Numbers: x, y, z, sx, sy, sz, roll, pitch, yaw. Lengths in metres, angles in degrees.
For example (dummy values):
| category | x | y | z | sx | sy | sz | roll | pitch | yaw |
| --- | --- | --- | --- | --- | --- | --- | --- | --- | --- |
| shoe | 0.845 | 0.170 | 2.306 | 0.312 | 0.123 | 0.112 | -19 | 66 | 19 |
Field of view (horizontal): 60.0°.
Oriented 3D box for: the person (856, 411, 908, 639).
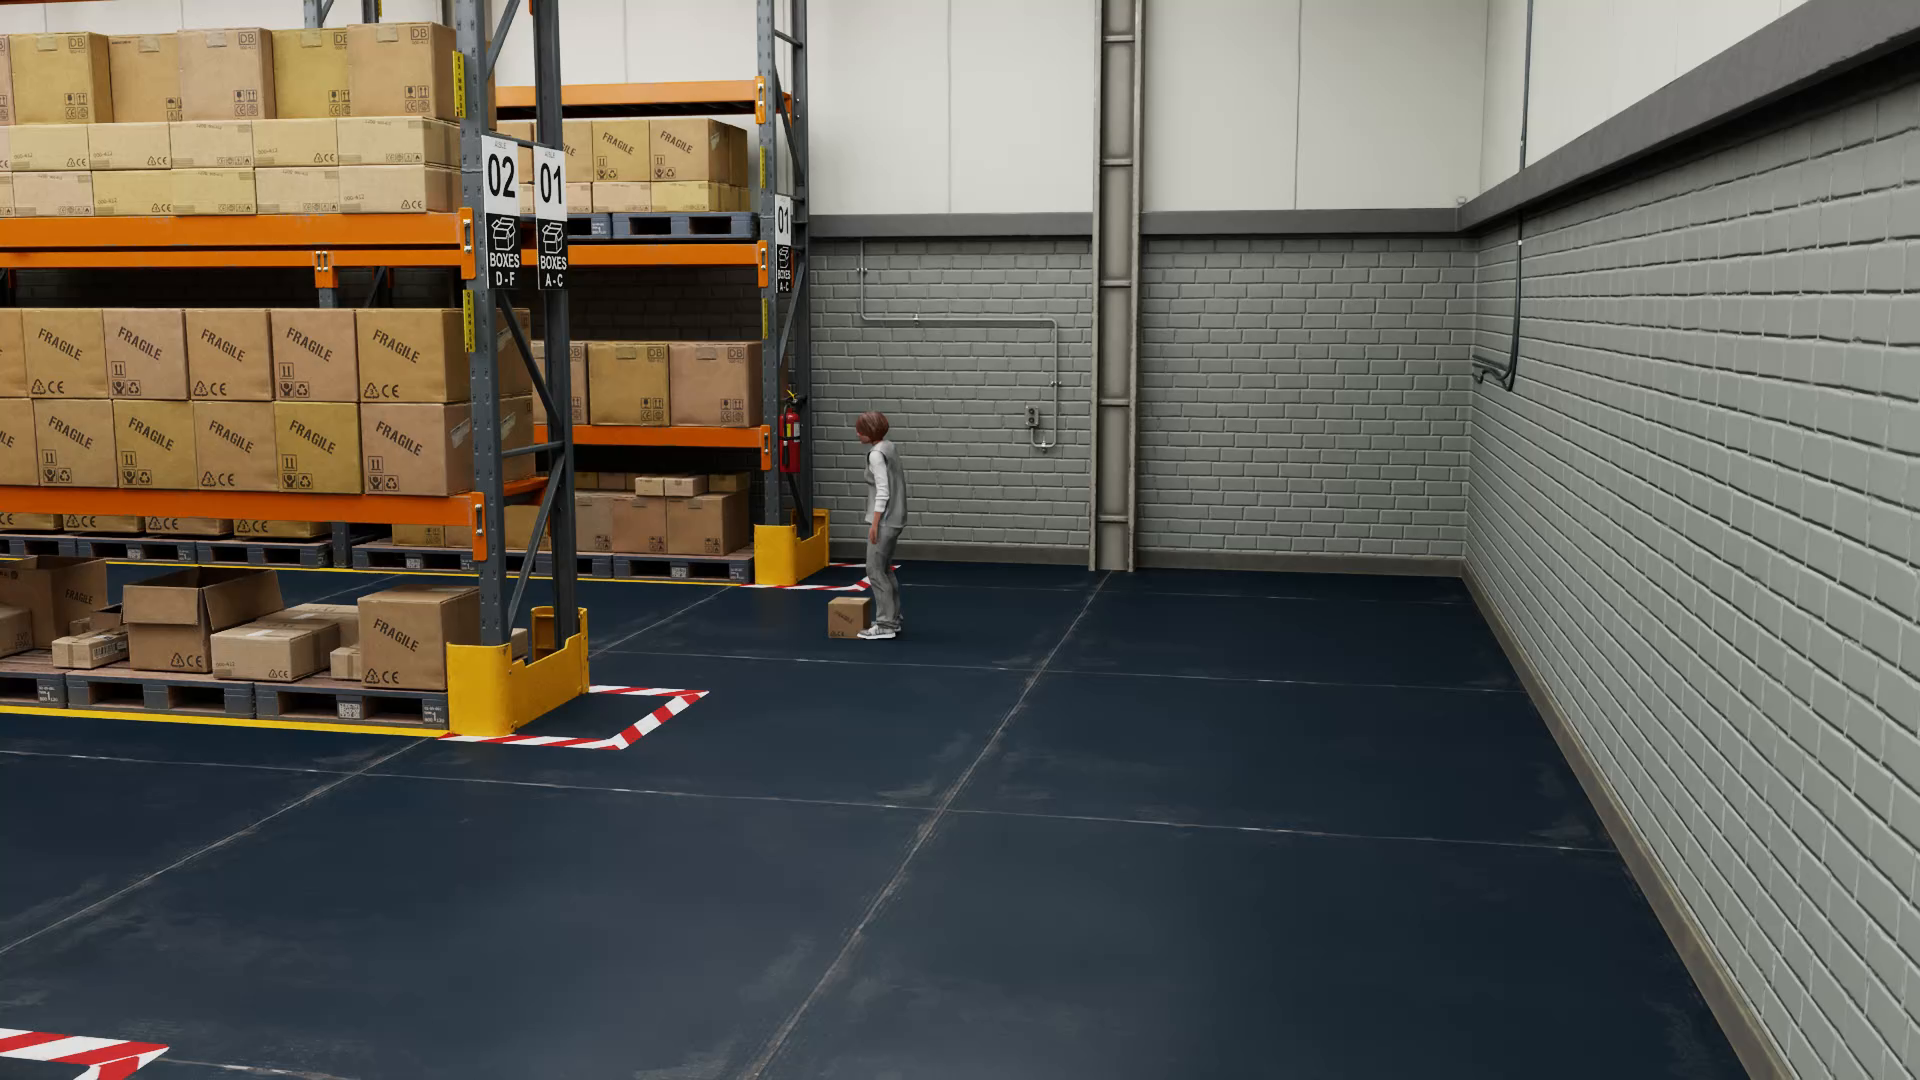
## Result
| category | x | y | z | sx | sy | sz | roll | pitch | yaw |
| --- | --- | --- | --- | --- | --- | --- | --- | --- | --- |
| person | -0.543 | -0.109 | 11.626 | 0.347 | 1.592 | 0.473 | 1 | 8 | 8 |
